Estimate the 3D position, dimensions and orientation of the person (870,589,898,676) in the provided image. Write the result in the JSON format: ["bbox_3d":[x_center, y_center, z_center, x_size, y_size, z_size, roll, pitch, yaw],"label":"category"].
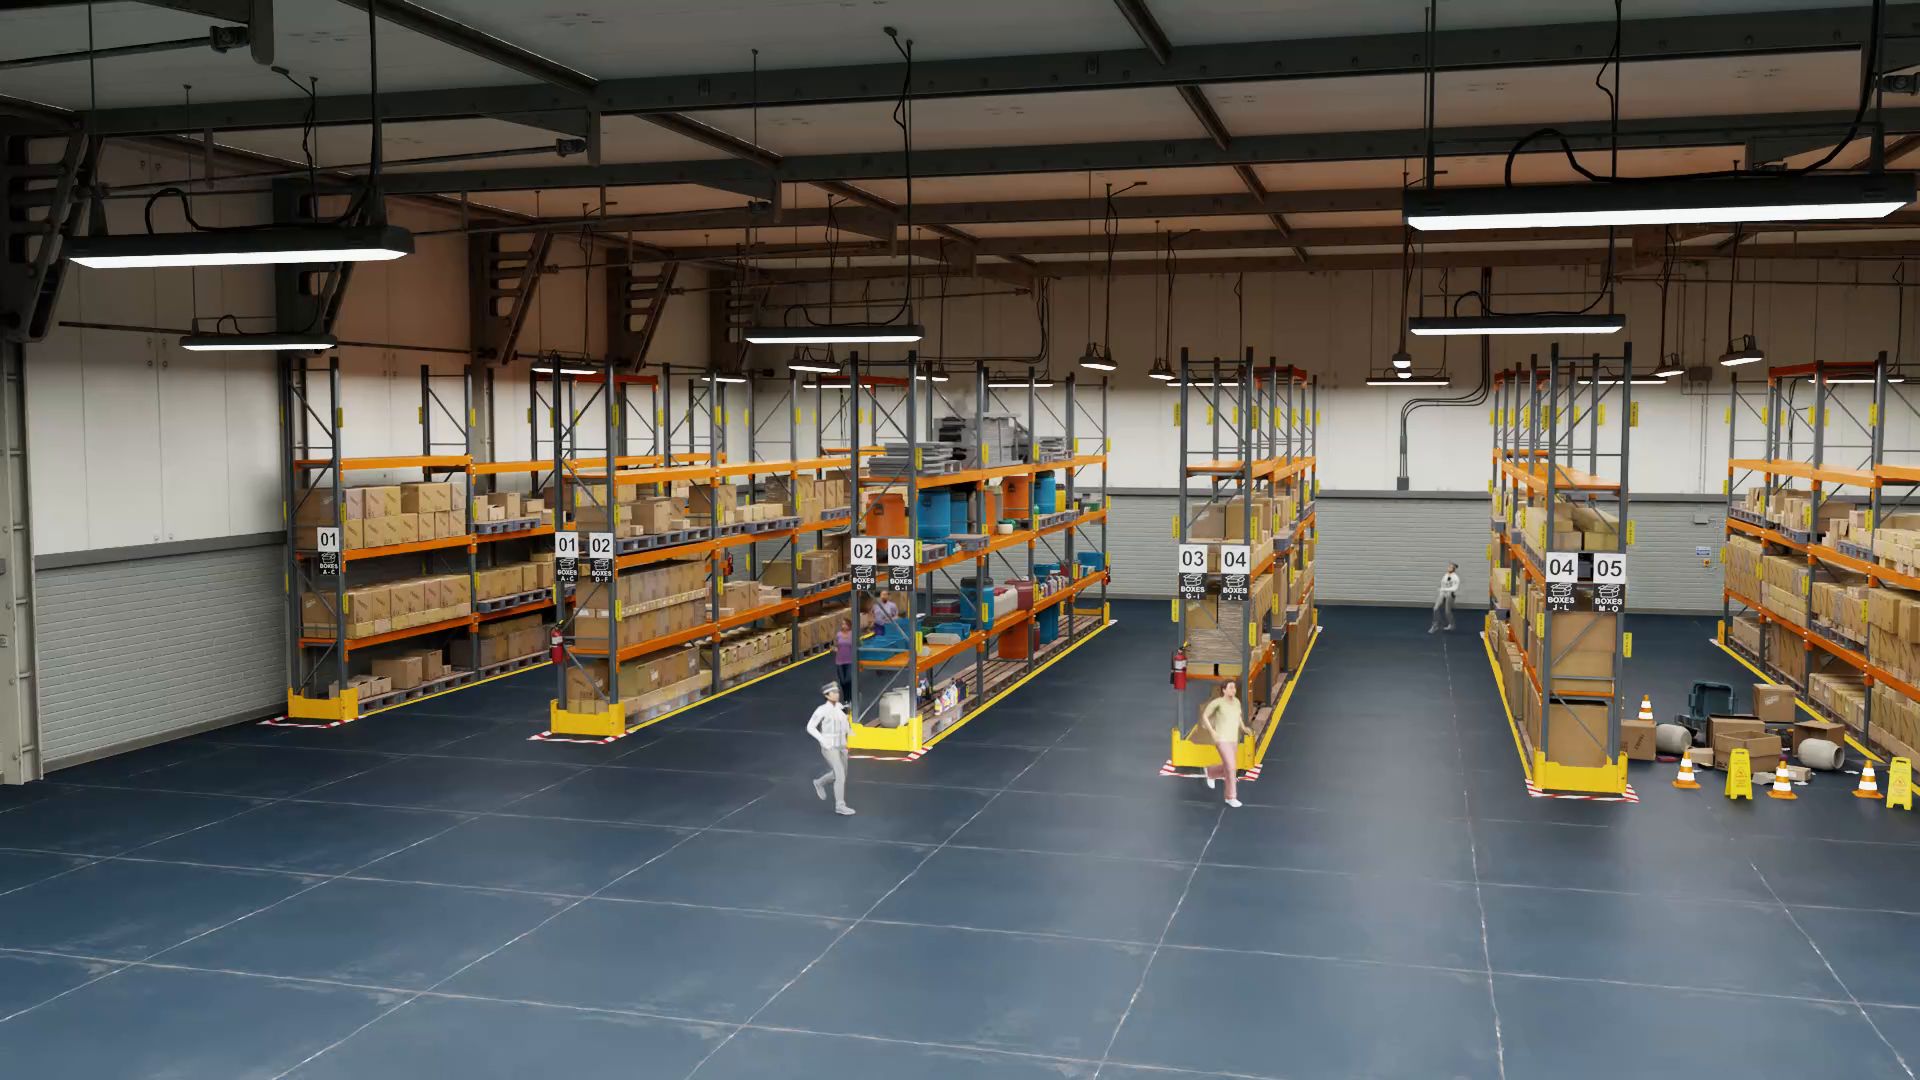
[{"bbox_3d":[-1.485,1.808,32.487,0.576,1.697,0.720,0,4,3],"label":"person"}]

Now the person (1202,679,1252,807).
[{"bbox_3d":[3.410,2.601,21.681,0.565,1.640,0.806,-2,5,-31],"label":"person"}]

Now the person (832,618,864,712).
[{"bbox_3d":[-1.939,2.130,28.318,0.515,1.604,0.625,1,4,13],"label":"person"}]

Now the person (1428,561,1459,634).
[{"bbox_3d":[11.290,1.332,38.508,0.772,1.689,0.602,-2,5,-29],"label":"person"}]

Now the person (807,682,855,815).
[{"bbox_3d":[-1.628,2.619,21.119,0.766,1.662,0.625,4,6,40],"label":"person"}]
